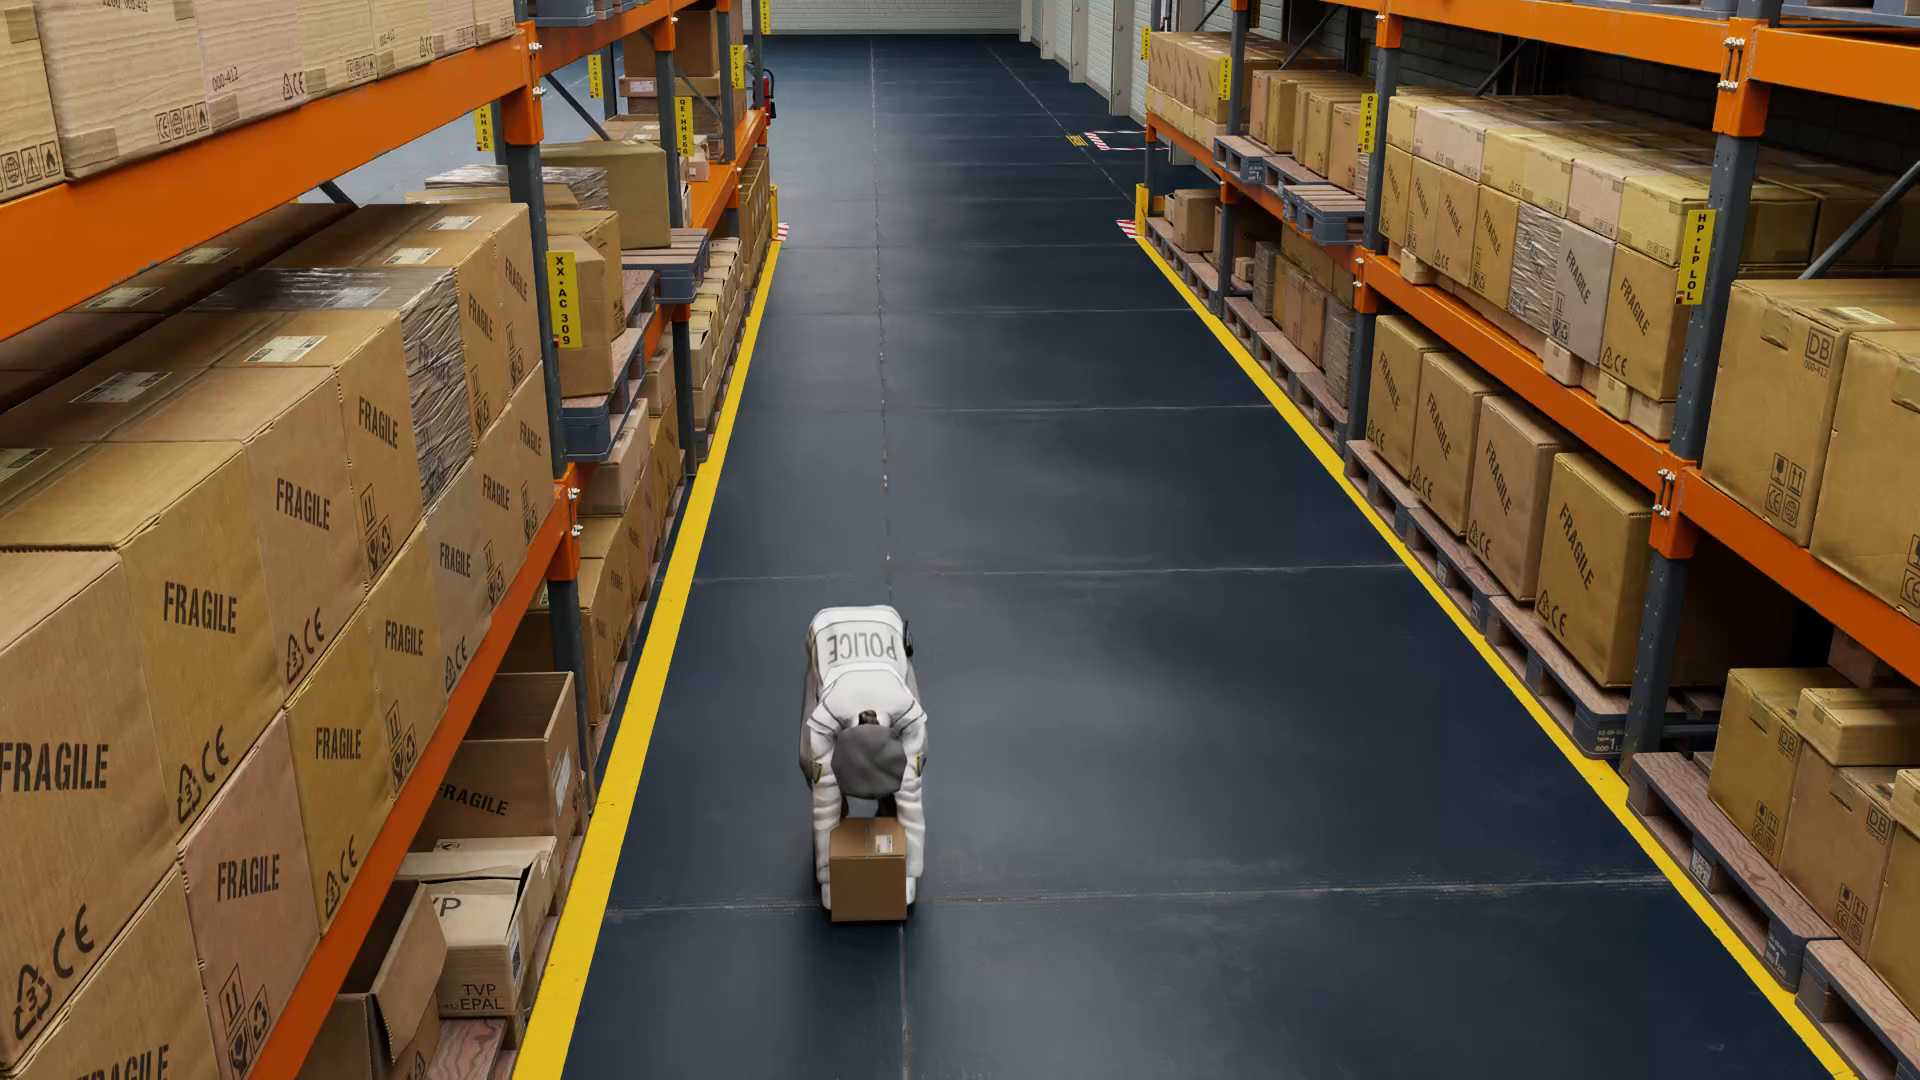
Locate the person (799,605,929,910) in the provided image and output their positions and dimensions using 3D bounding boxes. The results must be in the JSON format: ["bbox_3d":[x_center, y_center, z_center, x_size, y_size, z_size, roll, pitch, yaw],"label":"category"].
[{"bbox_3d":[-0.334,0.731,5.771,0.451,0.861,0.882,-2,21,-6],"label":"person"}]
